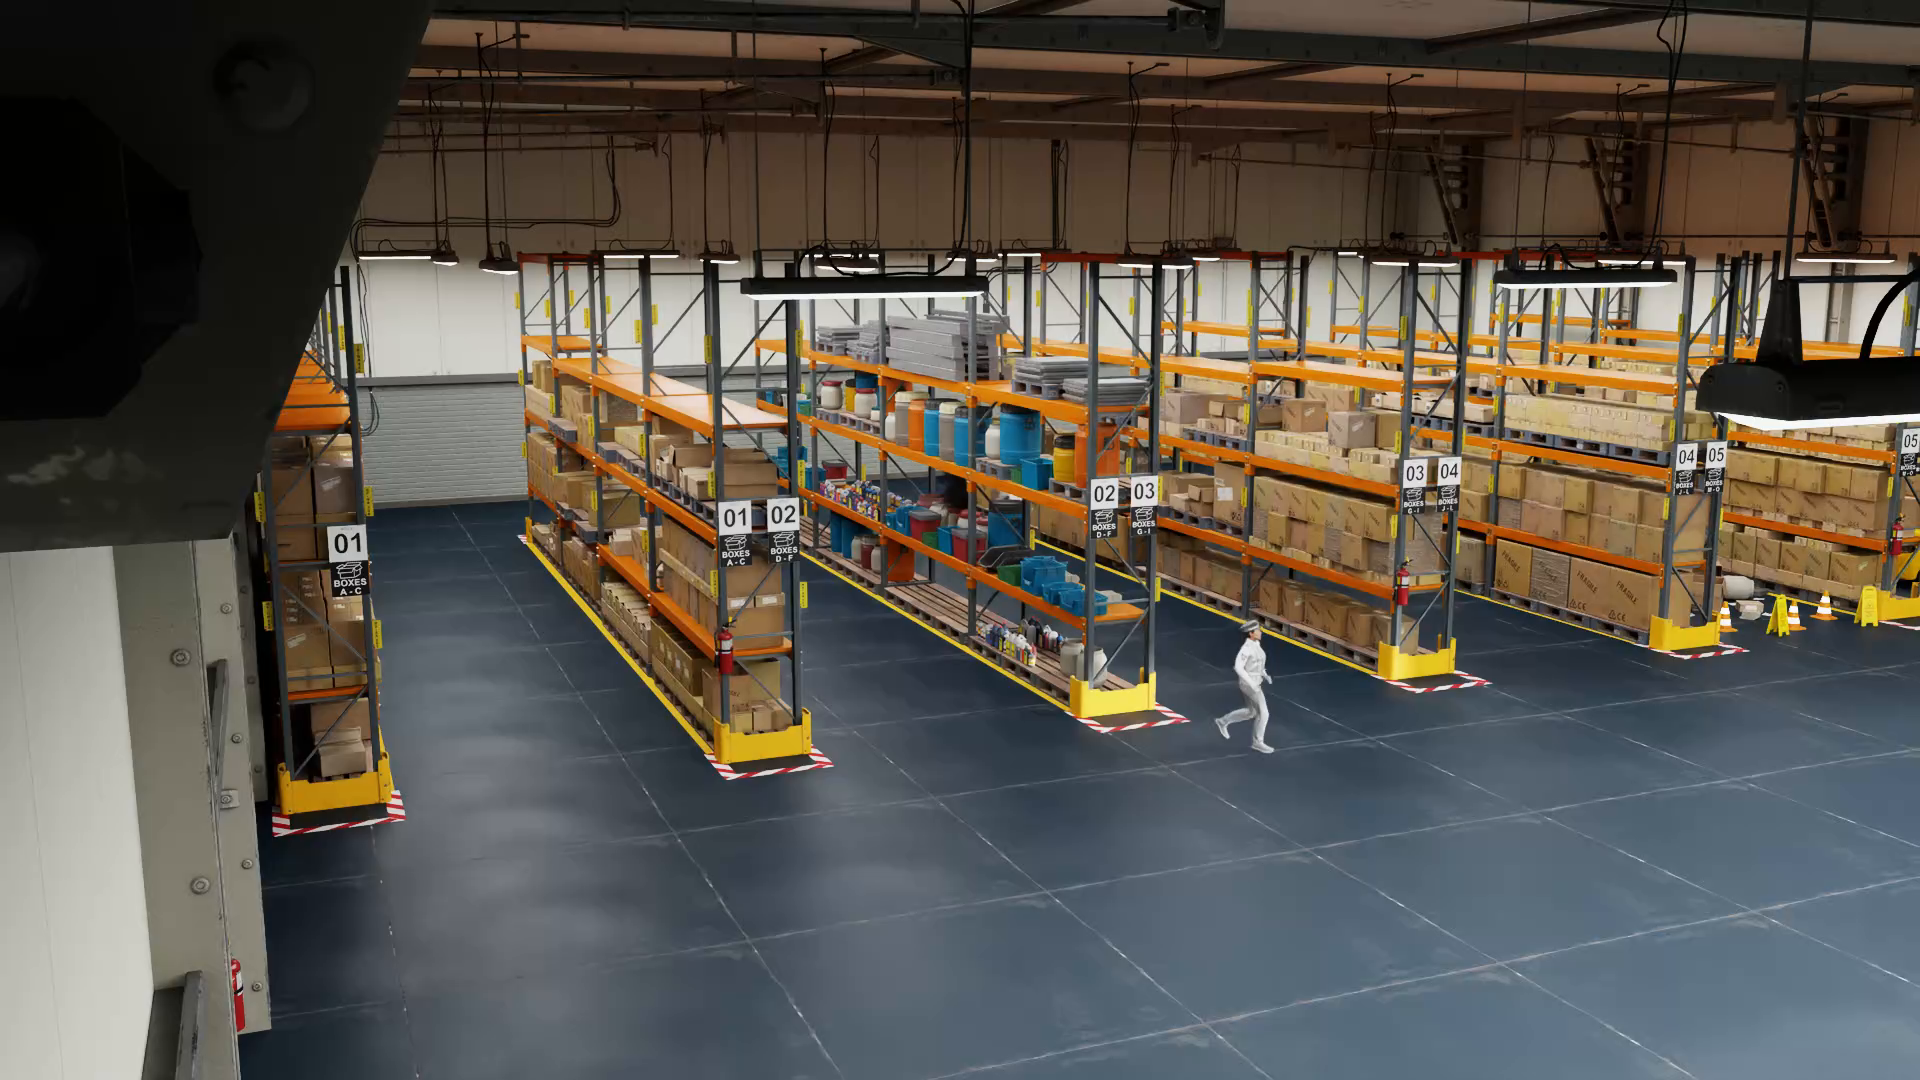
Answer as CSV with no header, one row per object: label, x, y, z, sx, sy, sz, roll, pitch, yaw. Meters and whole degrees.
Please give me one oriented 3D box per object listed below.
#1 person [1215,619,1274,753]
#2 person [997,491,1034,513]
person,3.548,1.790,20.651,0.759,1.679,0.645,3,11,17
person,1.040,-0.367,30.684,0.706,1.759,0.760,-6,12,-31
